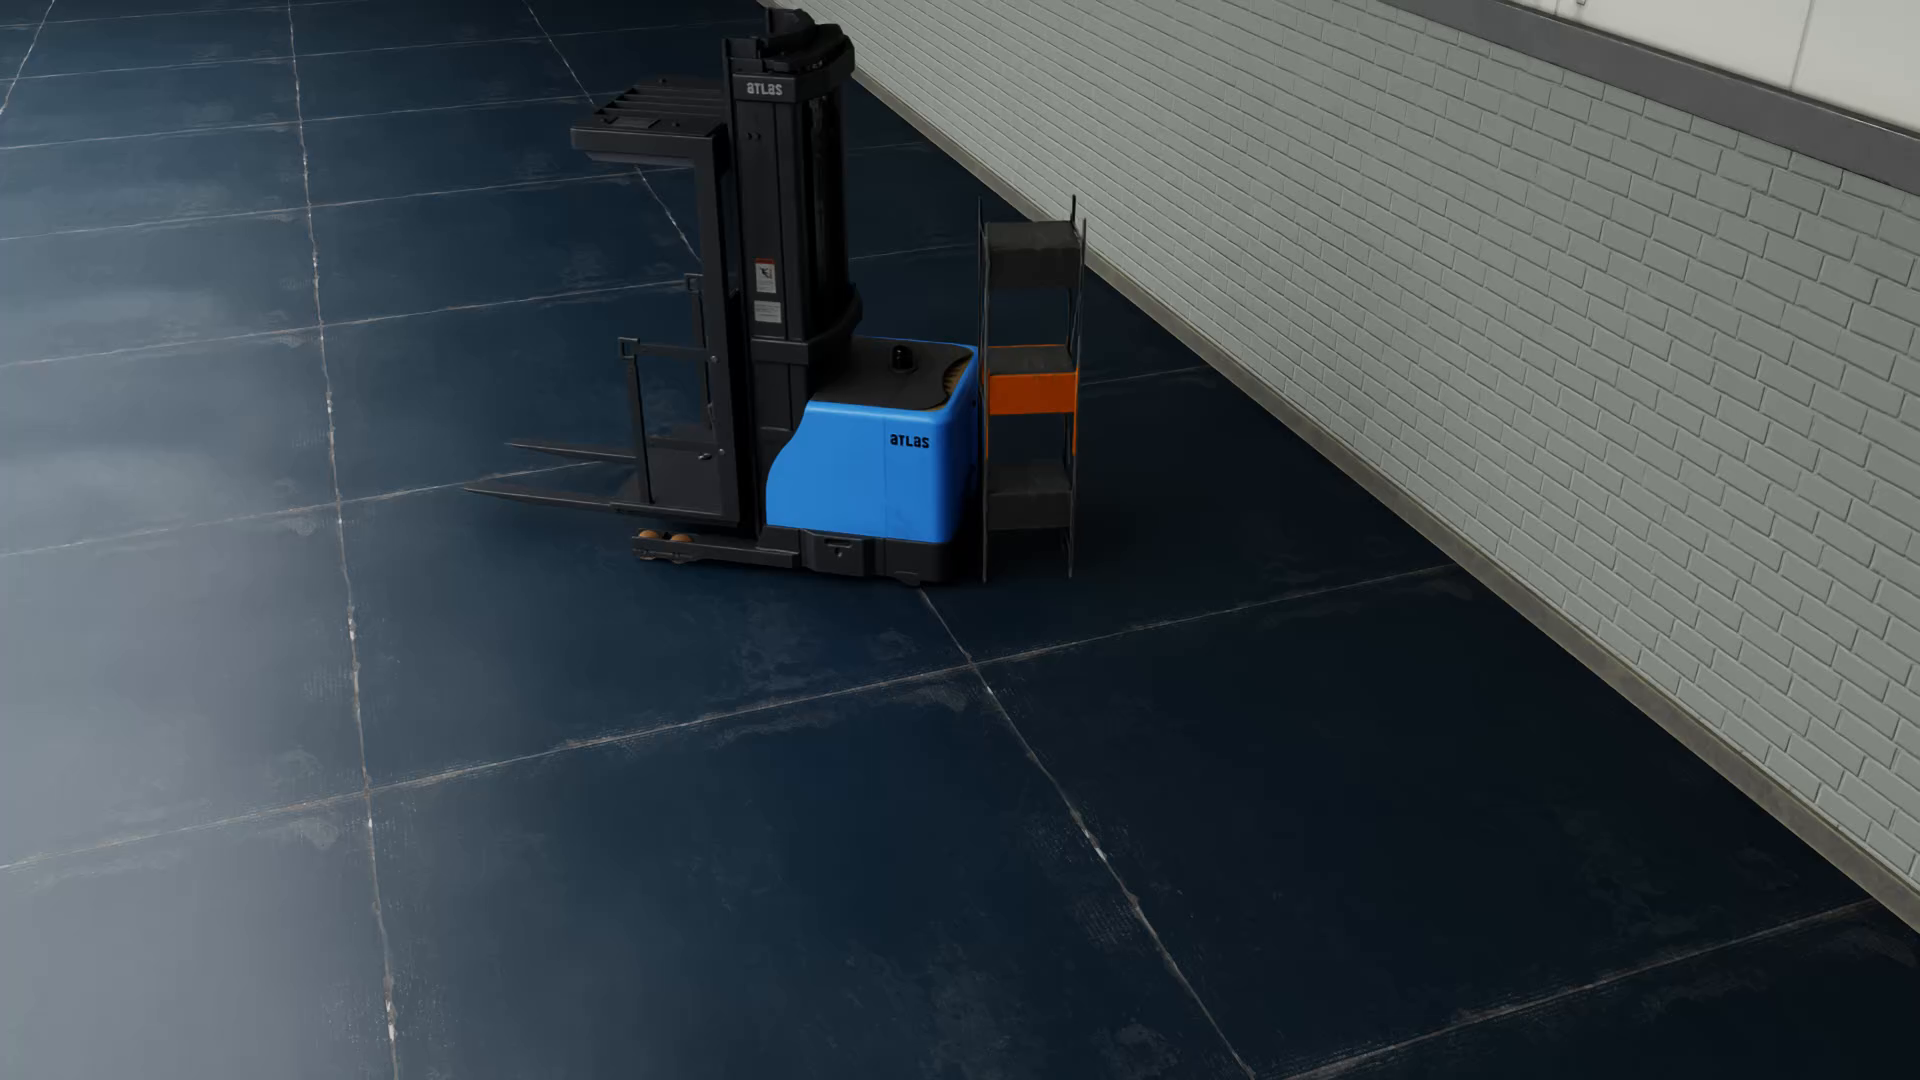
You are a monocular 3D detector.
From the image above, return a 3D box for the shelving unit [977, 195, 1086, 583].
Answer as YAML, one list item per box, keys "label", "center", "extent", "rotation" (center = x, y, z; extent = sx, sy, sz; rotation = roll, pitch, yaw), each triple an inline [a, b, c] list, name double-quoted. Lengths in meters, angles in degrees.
- label: "shelving unit"
  center: [0.366, -0.780, 8.997]
  extent: [0.503, 2.100, 0.431]
  rotation: [-2, 30, -4]

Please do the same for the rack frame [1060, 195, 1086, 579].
- label: "rack frame"
  center: [0.609, -0.790, 9.016]
  extent: [0.015, 2.100, 0.400]
  rotation: [-2, 30, -4]

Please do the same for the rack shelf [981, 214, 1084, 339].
- label: "rack shelf"
  center: [0.366, -1.376, 8.658]
  extent: [0.480, 0.518, 0.431]
  rotation: [-2, 30, -4]

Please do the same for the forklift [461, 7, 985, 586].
- label: "forklift"
  center: [-1.406, -1.384, 9.219]
  extent: [3.031, 2.935, 1.130]
  rotation: [6, 30, 11]

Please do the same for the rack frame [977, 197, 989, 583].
- label: "rack frame"
  center: [0.123, -0.769, 8.979]
  extent: [0.015, 2.100, 0.400]
  rotation: [-2, 30, -4]

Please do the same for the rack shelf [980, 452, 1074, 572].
- label: "rack shelf"
  center: [0.366, -0.160, 9.351]
  extent: [0.480, 0.518, 0.431]
  rotation: [-2, 30, -4]

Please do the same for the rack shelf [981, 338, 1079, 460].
- label: "rack shelf"
  center: [0.366, -0.768, 9.004]
  extent: [0.480, 0.518, 0.431]
  rotation: [-2, 30, -4]
